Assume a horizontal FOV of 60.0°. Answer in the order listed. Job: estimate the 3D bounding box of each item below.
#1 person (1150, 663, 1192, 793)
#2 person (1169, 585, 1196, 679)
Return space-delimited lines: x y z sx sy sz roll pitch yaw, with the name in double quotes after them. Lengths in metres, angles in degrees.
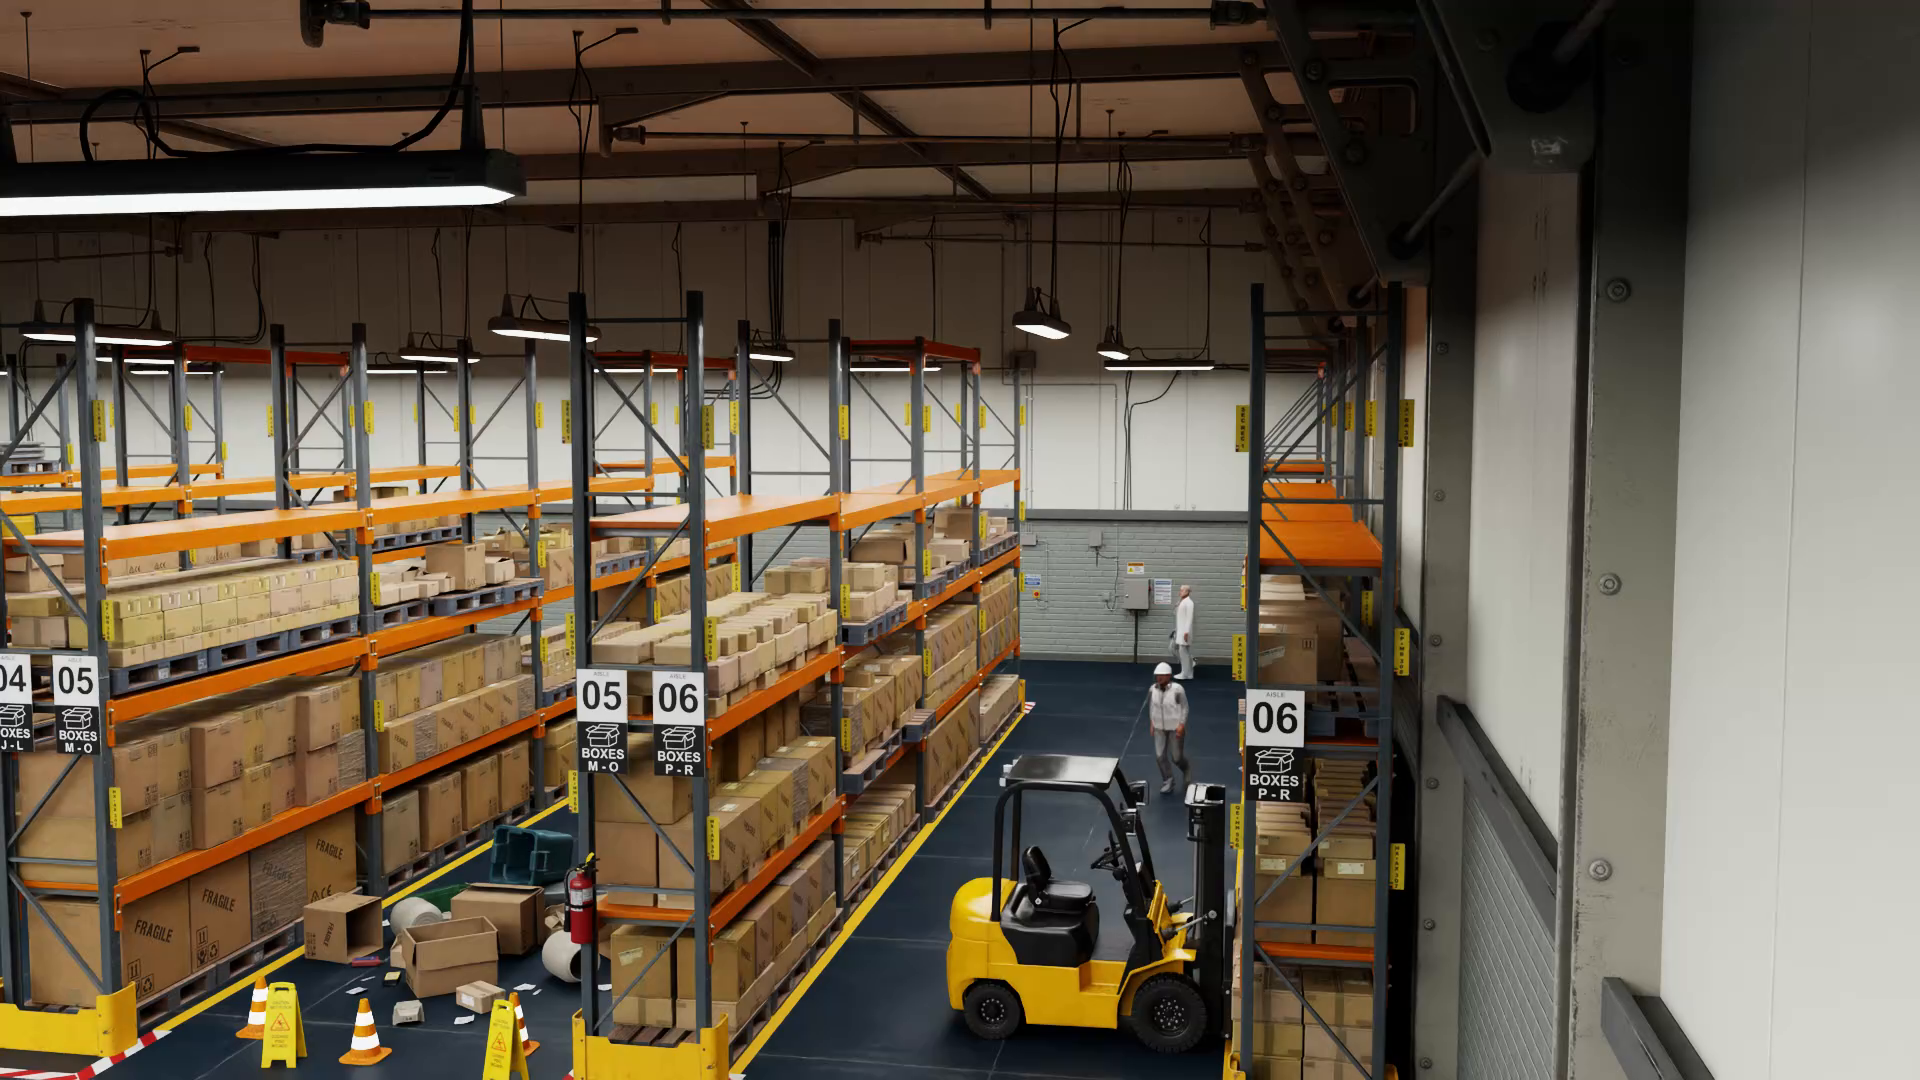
2.844 2.498 22.410 0.598 1.747 0.700 3 5 30 "person"
4.223 1.738 31.405 0.532 1.788 0.610 -1 5 -7 "person"
